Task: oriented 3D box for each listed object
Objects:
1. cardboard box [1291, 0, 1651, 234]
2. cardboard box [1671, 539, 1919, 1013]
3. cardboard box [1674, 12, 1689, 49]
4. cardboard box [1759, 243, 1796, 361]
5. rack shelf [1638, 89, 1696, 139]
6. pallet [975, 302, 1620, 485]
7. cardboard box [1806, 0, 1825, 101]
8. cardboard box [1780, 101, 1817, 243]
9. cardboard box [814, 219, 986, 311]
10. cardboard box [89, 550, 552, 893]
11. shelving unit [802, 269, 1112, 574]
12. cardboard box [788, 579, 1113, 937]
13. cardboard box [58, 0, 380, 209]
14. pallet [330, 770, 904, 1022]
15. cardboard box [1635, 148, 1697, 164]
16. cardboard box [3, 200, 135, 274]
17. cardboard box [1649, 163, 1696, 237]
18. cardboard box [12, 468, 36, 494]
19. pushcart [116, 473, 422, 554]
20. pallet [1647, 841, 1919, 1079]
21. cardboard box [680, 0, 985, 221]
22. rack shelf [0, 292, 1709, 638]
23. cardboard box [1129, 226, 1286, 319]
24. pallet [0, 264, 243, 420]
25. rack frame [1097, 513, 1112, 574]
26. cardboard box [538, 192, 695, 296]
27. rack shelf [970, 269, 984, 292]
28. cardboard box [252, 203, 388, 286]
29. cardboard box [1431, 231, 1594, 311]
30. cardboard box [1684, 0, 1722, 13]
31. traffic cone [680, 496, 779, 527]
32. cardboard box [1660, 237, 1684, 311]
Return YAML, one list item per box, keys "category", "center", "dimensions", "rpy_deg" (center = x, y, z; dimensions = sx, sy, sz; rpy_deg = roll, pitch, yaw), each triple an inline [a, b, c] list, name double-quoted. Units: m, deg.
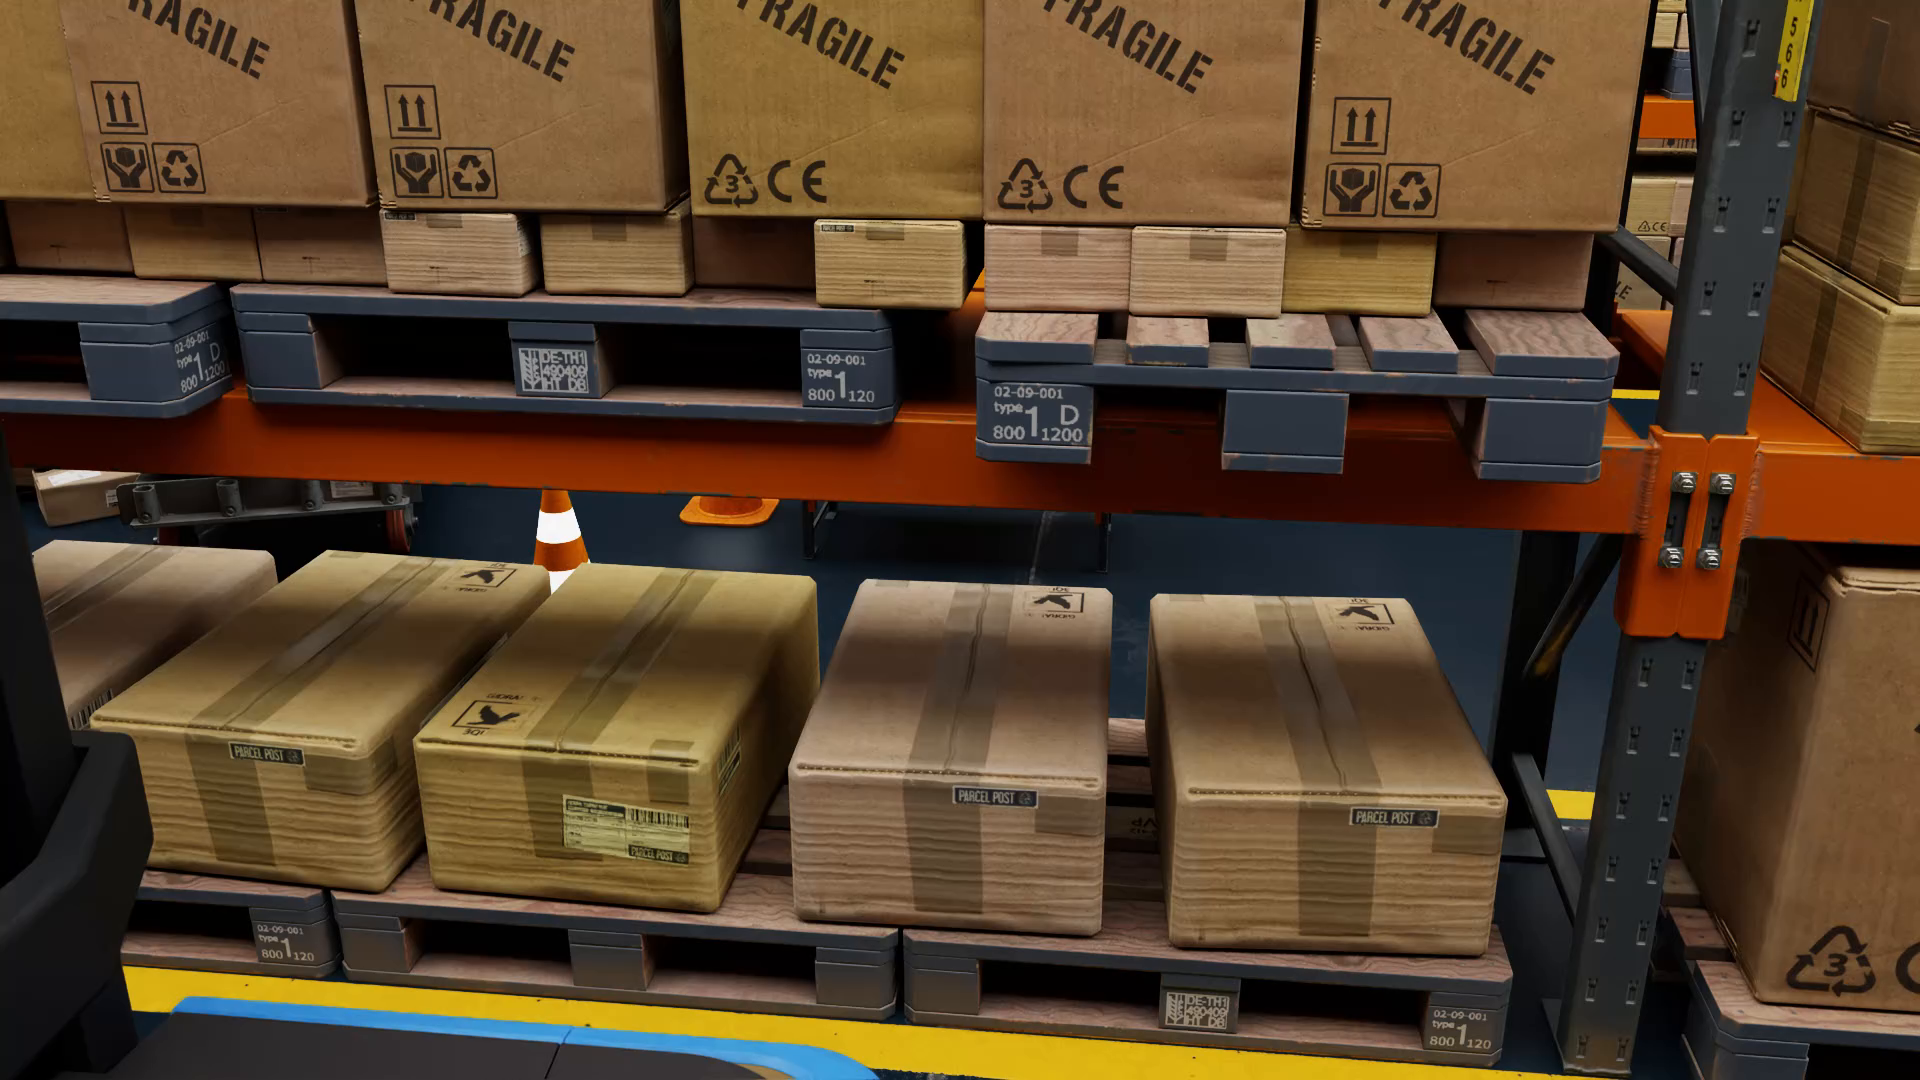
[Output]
- category: "cardboard box"
  center: [0.827, -0.820, 2.823]
  dimensions: [0.500, 0.500, 0.500]
  rpy_deg: [2, 22, 5]
- category: "cardboard box"
  center: [1.987, 0.331, 3.341]
  dimensions: [0.875, 0.875, 0.875]
  rpy_deg: [2, 22, 6]
- category: "cardboard box"
  center: [3.281, -2.274, 7.383]
  dimensions: [0.250, 0.149, 0.380]
  rpy_deg: [3, 22, 8]
- category: "cardboard box"
  center: [1.844, -0.525, 3.392]
  dimensions: [0.500, 0.250, 0.500]
  rpy_deg: [2, 22, 4]
- category: "rack shelf"
  center: [3.779, -1.912, 7.676]
  dimensions: [4.000, 0.370, 1.077]
  rpy_deg: [2, 22, 6]
- category: "pallet"
  center: [0.591, -0.425, 3.195]
  dimensions: [1.003, 0.211, 1.213]
  rpy_deg: [2, 22, 6]
- category: "cardboard box"
  center: [1.855, -1.107, 3.163]
  dimensions: [0.500, 0.500, 0.500]
  rpy_deg: [2, 22, 5]
- category: "cardboard box"
  center: [1.822, -0.756, 3.297]
  dimensions: [0.500, 0.250, 0.500]
  rpy_deg: [2, 22, 6]
- category: "cardboard box"
  center: [-0.096, -0.529, 2.969]
  dimensions: [0.250, 0.149, 0.380]
  rpy_deg: [3, 22, 7]
- category: "cardboard box"
  center: [-1.426, 0.383, 3.893]
  dimensions: [0.625, 0.372, 0.950]
  rpy_deg: [4, 22, 10]
- category: "shelving unit"
  center: [0.007, -0.523, 5.732]
  dimensions: [1.048, 1.125, 0.538]
  rpy_deg: [2, 22, 6]
- category: "cardboard box"
  center: [0.017, 0.448, 3.730]
  dimensions: [0.625, 0.372, 0.950]
  rpy_deg: [2, 22, 5]
- category: "cardboard box"
  center: [-1.242, -0.902, 3.030]
  dimensions: [0.500, 0.500, 0.500]
  rpy_deg: [2, 22, 6]
- category: "pallet"
  center: [-0.673, 0.687, 3.916]
  dimensions: [1.213, 0.211, 1.003]
  rpy_deg: [2, 22, 6]
- category: "cardboard box"
  center: [3.509, -1.736, 8.059]
  dimensions: [0.500, 0.250, 0.500]
  rpy_deg: [3, 22, 8]
- category: "cardboard box"
  center: [-1.612, -0.636, 3.239]
  dimensions: [0.250, 0.149, 0.380]
  rpy_deg: [4, 22, 10]
- category: "cardboard box"
  center: [3.443, -1.549, 7.587]
  dimensions: [0.500, 0.250, 0.500]
  rpy_deg: [3, 22, 7]
- category: "cardboard box"
  center: [-3.661, -0.581, 6.541]
  dimensions: [0.503, 0.637, 0.797]
  rpy_deg: [2, 22, 6]
- category: "pushcart"
  center: [-2.442, -0.310, 6.211]
  dimensions: [0.936, 0.377, 1.648]
  rpy_deg: [-5, 22, -12]
- category: "pallet"
  center: [2.085, 0.836, 3.537]
  dimensions: [1.213, 0.211, 1.003]
  rpy_deg: [2, 22, 6]
- category: "cardboard box"
  center: [-0.189, -0.860, 2.923]
  dimensions: [0.500, 0.500, 0.500]
  rpy_deg: [1, 22, 3]
- category: "rack shelf"
  center: [-0.675, -0.274, 3.531]
  dimensions: [4.000, 0.370, 1.077]
  rpy_deg: [2, 22, 6]
- category: "cardboard box"
  center: [0.428, -0.508, 2.916]
  dimensions: [0.250, 0.149, 0.380]
  rpy_deg: [2, 22, 6]
- category: "pallet"
  center: [-1.919, -0.520, 3.435]
  dimensions: [1.213, 0.211, 1.003]
  rpy_deg: [2, 22, 6]
- category: "rack frame"
  center: [0.512, -0.501, 5.677]
  dimensions: [0.032, 1.125, 0.500]
  rpy_deg: [2, 22, 6]
- category: "cardboard box"
  center: [-0.590, -0.567, 3.064]
  dimensions: [0.250, 0.149, 0.380]
  rpy_deg: [2, 22, 5]
- category: "rack shelf"
  center: [0.007, -0.795, 5.625]
  dimensions: [1.000, 0.278, 0.538]
  rpy_deg: [2, 22, 6]
- category: "cardboard box"
  center: [-1.116, -0.598, 3.143]
  dimensions: [0.250, 0.149, 0.380]
  rpy_deg: [3, 22, 7]
- category: "cardboard box"
  center: [0.958, -0.529, 2.968]
  dimensions: [0.250, 0.149, 0.380]
  rpy_deg: [3, 22, 8]
- category: "cardboard box"
  center: [3.282, -2.413, 7.329]
  dimensions: [0.250, 0.149, 0.380]
  rpy_deg: [3, 22, 6]
- category: "traffic cone"
  center: [-0.859, -0.325, 6.133]
  dimensions: [0.334, 0.463, 0.336]
  rpy_deg: [2, 22, 6]
- category: "cardboard box"
  center: [3.476, -1.202, 7.728]
  dimensions: [0.500, 0.500, 0.500]
  rpy_deg: [2, 22, 5]
